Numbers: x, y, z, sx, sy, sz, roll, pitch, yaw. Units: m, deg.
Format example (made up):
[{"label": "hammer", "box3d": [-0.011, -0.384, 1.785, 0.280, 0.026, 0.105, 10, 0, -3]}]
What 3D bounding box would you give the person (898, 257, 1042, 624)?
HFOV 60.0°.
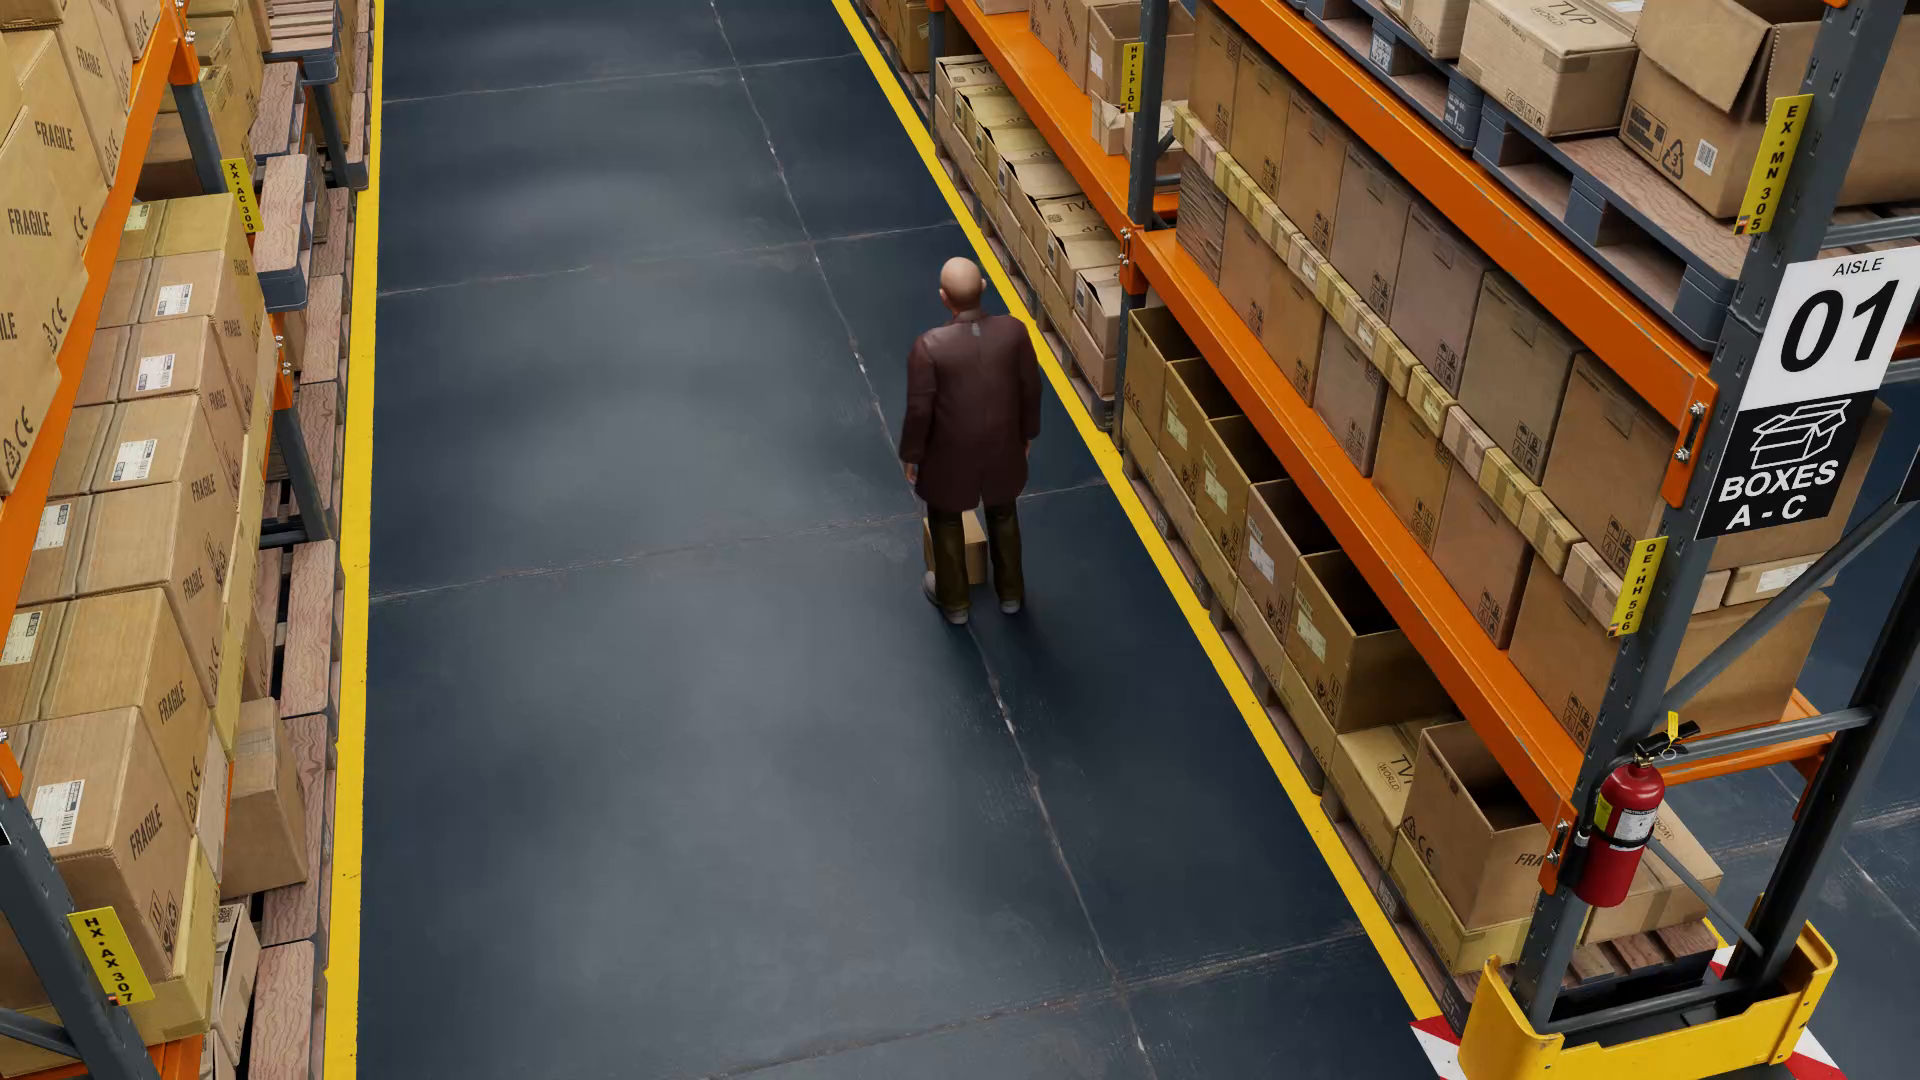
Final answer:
[{"label": "person", "box3d": [0.042, -0.412, 7.262, 0.647, 1.772, 0.429, -11, 39, -14]}]
